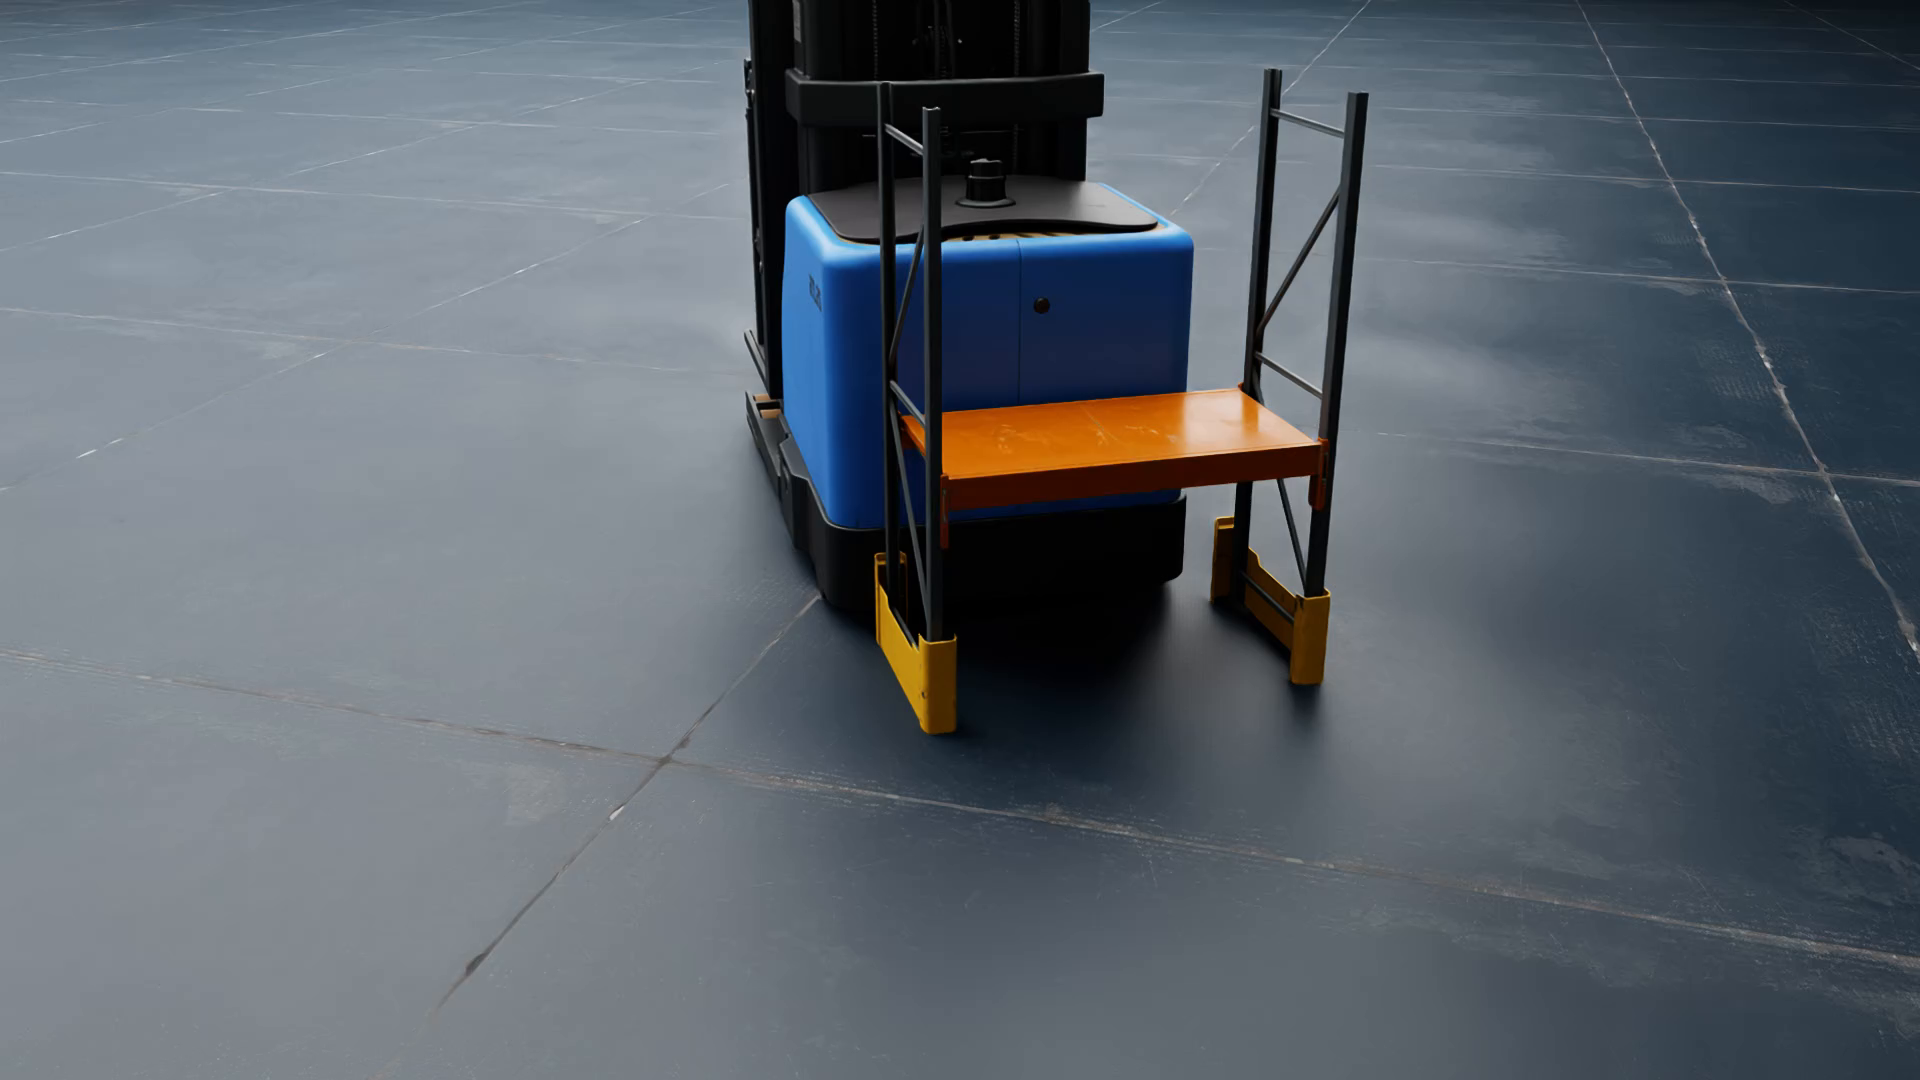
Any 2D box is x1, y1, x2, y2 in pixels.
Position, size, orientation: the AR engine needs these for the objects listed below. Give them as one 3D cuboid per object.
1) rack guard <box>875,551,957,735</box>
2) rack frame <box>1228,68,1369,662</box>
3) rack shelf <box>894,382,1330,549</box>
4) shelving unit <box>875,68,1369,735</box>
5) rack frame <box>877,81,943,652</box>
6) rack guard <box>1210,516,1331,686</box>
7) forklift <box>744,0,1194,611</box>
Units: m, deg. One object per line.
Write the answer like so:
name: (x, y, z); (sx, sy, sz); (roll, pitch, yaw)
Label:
rack guard: (-0.120, 0.256, 4.317); (0.087, 0.250, 0.587); (-6, 23, -14)
rack frame: (0.860, -0.424, 4.327); (0.032, 1.500, 0.500); (-6, 23, -14)
rack shelf: (0.369, -0.207, 4.272); (1.000, 0.185, 0.538); (-6, 23, -14)
shelving unit: (0.361, -0.372, 4.202); (1.083, 1.500, 0.587); (-6, 23, -14)
rack frame: (-0.121, -0.323, 4.080); (0.032, 1.500, 0.500); (-6, 23, -14)
rack guard: (0.841, 0.156, 4.560); (0.087, 0.250, 0.587); (-6, 23, -14)
forklift: (-0.179, -1.690, 5.527); (1.130, 2.935, 3.031); (-5, 23, -12)
